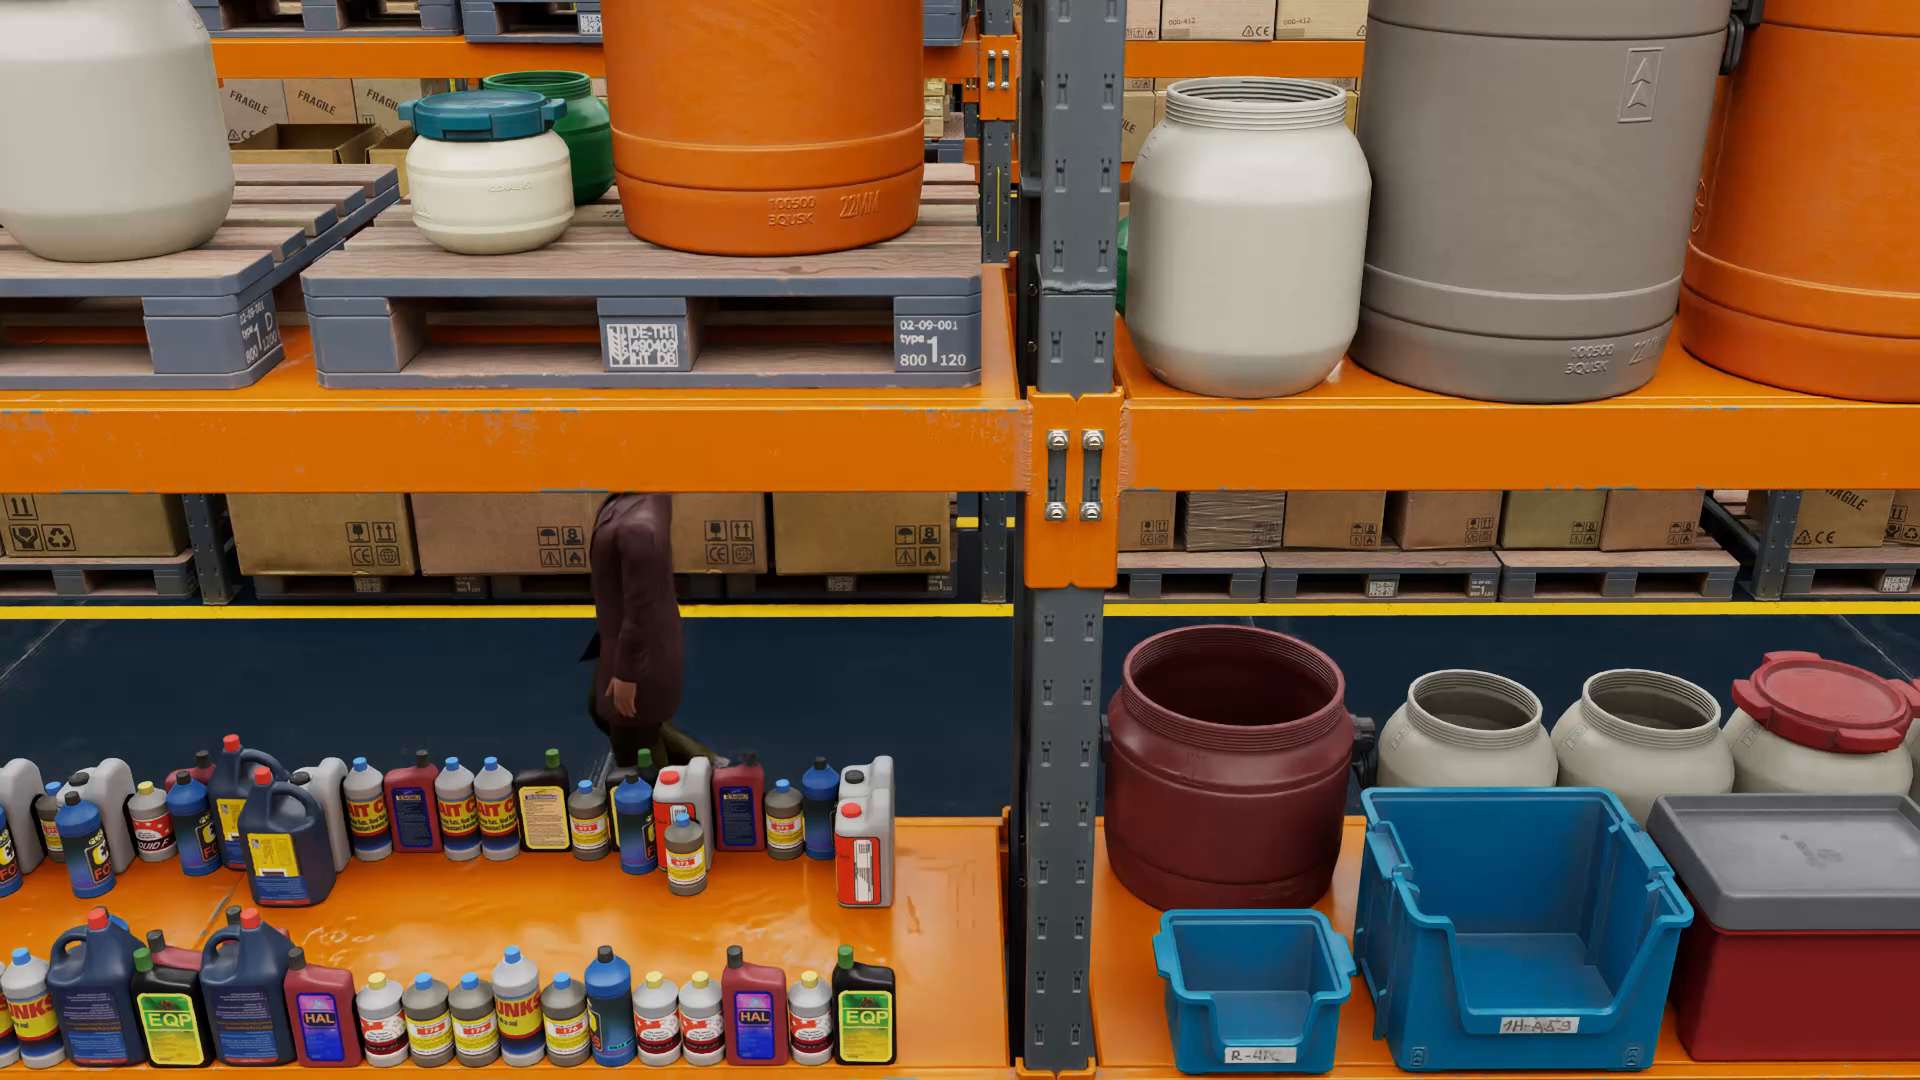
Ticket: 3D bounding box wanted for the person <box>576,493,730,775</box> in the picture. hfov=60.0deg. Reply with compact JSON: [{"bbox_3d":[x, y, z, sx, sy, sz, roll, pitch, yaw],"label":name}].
[{"bbox_3d":[-1.164,0.386,6.164,0.559,1.769,0.608,-3,24,-7],"label":"person"}]
